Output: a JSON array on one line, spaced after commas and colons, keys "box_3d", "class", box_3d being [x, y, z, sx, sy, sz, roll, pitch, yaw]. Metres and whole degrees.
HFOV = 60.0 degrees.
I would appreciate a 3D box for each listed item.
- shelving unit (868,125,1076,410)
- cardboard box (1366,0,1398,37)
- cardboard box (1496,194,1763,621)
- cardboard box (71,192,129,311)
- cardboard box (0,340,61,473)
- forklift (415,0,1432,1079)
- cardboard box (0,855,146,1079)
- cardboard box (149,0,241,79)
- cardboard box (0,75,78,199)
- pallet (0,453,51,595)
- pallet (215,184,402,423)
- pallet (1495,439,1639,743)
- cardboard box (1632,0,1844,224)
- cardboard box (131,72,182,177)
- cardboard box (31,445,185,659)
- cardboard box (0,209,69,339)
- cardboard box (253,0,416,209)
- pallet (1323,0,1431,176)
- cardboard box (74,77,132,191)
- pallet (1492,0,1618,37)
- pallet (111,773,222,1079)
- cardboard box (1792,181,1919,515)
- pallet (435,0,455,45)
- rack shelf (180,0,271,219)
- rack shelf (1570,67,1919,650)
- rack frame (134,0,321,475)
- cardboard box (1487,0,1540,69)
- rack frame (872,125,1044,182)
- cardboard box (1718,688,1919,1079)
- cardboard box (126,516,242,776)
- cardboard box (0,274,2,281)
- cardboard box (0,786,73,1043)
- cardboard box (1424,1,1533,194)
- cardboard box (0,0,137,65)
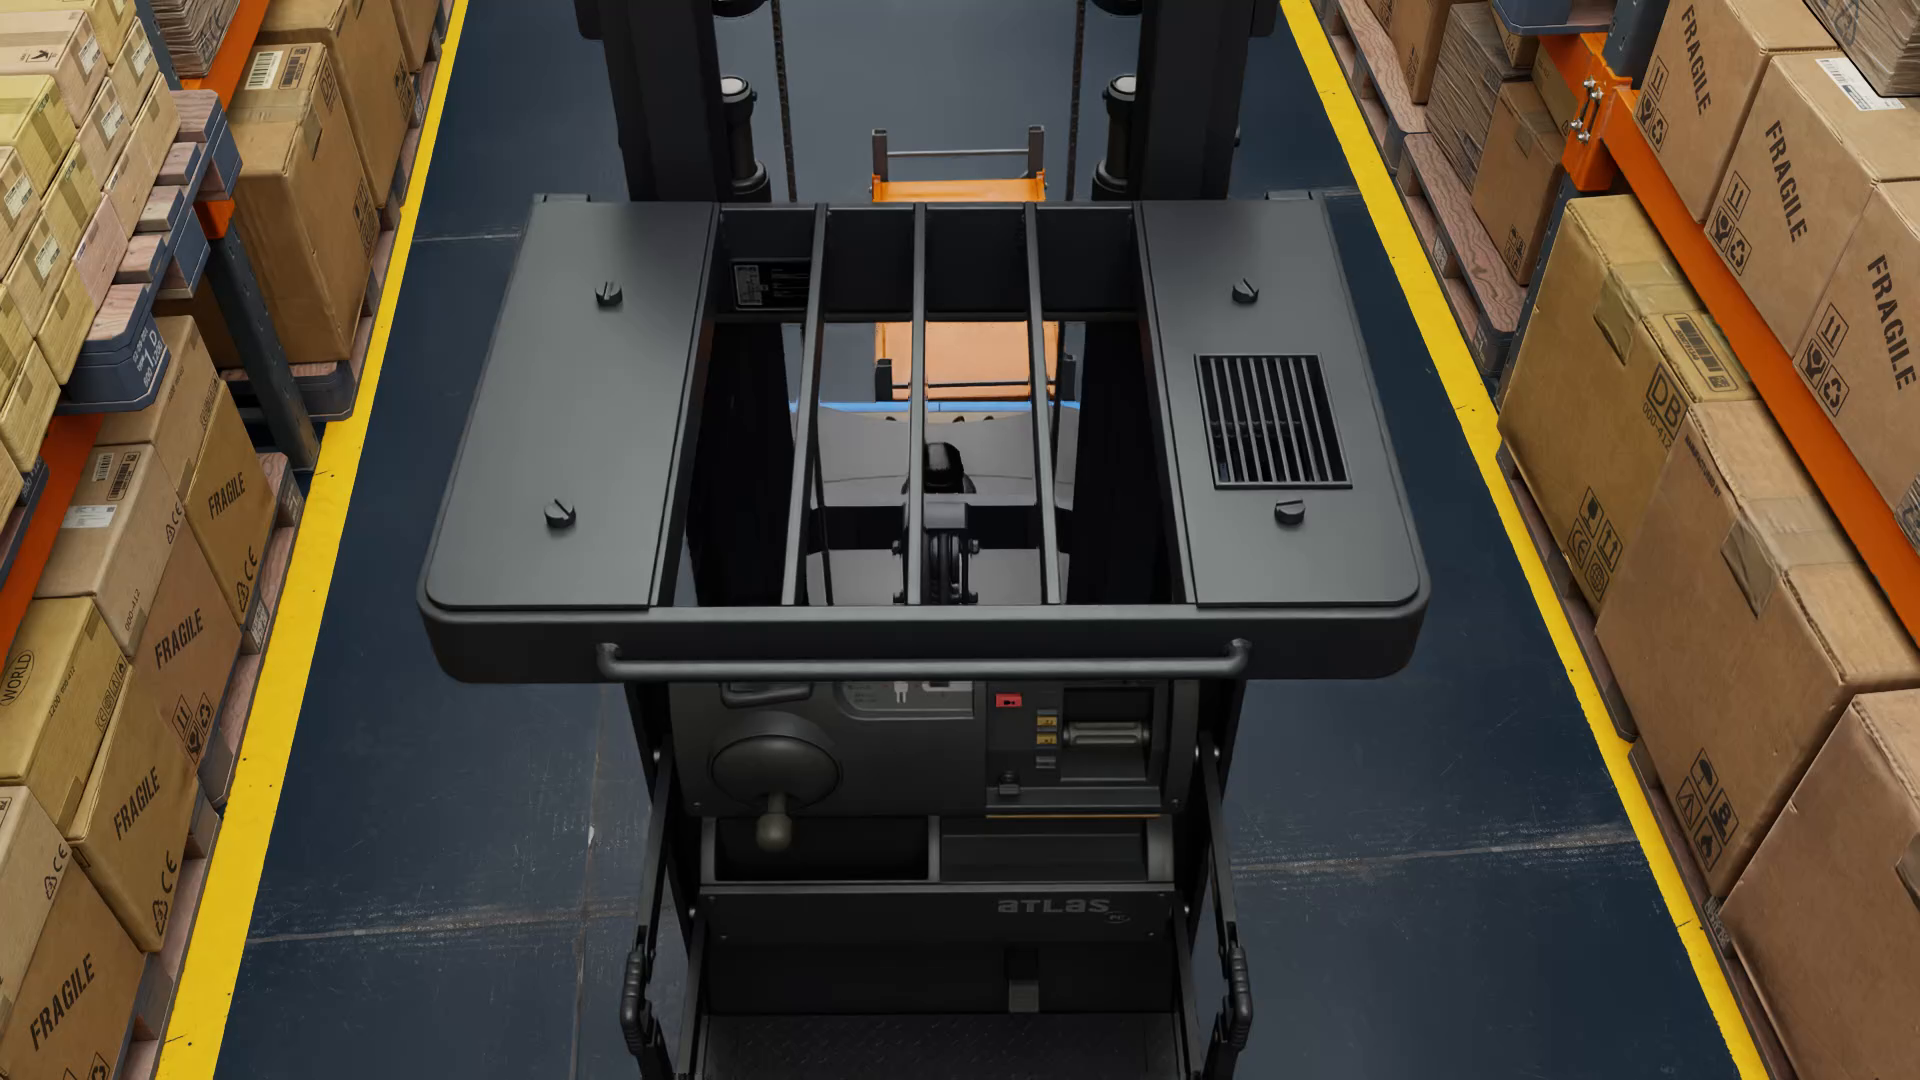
[{"box_3d": [0.016, -0.434, 4.886, 0.538, 1.125, 1.048, -2, 47, -2], "class": "shelving unit"}, {"box_3d": [2.093, -2.483, 6.954, 0.700, 0.500, 0.500, -7, 47, -7], "class": "cardboard box"}, {"box_3d": [2.366, -0.407, 4.743, 1.225, 0.875, 0.875, -5, 47, -5], "class": "cardboard box"}, {"box_3d": [-2.081, -0.628, 3.663, 0.380, 0.149, 0.250, -3, 47, -3], "class": "cardboard box"}, {"box_3d": [-2.040, -0.253, 3.308, 0.380, 0.149, 0.250, -5, 47, -5], "class": "cardboard box"}, {"box_3d": [-0.041, 0.452, 2.803, 1.130, 2.935, 3.031, 0, 47, 0], "class": "forklift"}, {"box_3d": [-2.188, 1.032, 3.639, 0.500, 0.500, 0.500, -3, 47, -3], "class": "cardboard box"}, {"box_3d": [-2.390, -1.641, 4.669, 0.500, 0.500, 0.500, -3, 47, -3], "class": "cardboard box"}, {"box_3d": [-2.083, -0.830, 3.444, 0.380, 0.149, 0.250, -2, 47, -2], "class": "cardboard box"}, {"box_3d": [-2.415, 0.231, 3.098, 1.003, 0.211, 1.213, -3, 47, -3], "class": "pallet"}, {"box_3d": [-2.613, -0.881, 5.939, 1.003, 0.211, 1.213, -3, 47, -3], "class": "pallet"}, {"box_3d": [2.320, 0.040, 5.066, 1.003, 0.211, 1.213, -3, 47, -3], "class": "pallet"}, {"box_3d": [2.099, -1.160, 4.214, 0.500, 0.500, 0.500, -2, 47, -2], "class": "cardboard box"}, {"box_3d": [-2.122, -0.994, 4.009, 0.380, 0.149, 0.250, -3, 47, -3], "class": "cardboard box"}, {"box_3d": [-2.250, 0.036, 4.066, 0.500, 0.250, 0.500, -3, 47, -3], "class": "cardboard box"}, {"box_3d": [-2.058, -0.531, 3.366, 0.380, 0.149, 0.250, -3, 47, -3], "class": "cardboard box"}, {"box_3d": [-2.660, -1.714, 6.068, 1.050, 0.750, 0.750, -3, 47, -3], "class": "cardboard box"}, {"box_3d": [2.166, -1.981, 6.981, 1.003, 0.211, 1.213, -3, 47, -3], "class": "pallet"}, {"box_3d": [-2.103, -0.903, 3.718, 0.380, 0.149, 0.250, -2, 47, -2], "class": "cardboard box"}, {"box_3d": [2.164, -1.937, 5.150, 1.213, 0.211, 1.003, -3, 47, -3], "class": "pallet"}, {"box_3d": [-2.459, 1.140, 4.025, 1.003, 0.211, 1.213, -3, 47, -3], "class": "pallet"}, {"box_3d": [2.191, -0.416, 3.509, 0.500, 0.500, 0.500, -4, 47, -4], "class": "cardboard box"}, {"box_3d": [-2.817, -2.647, 7.611, 1.003, 0.211, 1.213, -3, 47, -3], "class": "pallet"}, {"box_3d": [-2.789, -2.465, 6.014, 1.077, 0.370, 4.000, -3, 47, -3], "class": "rack shelf"}, {"box_3d": [2.497, 0.201, 3.489, 1.077, 0.370, 4.000, -3, 47, -3], "class": "rack shelf"}, {"box_3d": [-2.622, -1.265, 4.382, 1.000, 3.000, 0.127, -3, 47, -3], "class": "rack frame"}, {"box_3d": [2.189, -1.909, 5.894, 0.500, 0.250, 0.500, 1, 47, 1], "class": "cardboard box"}, {"box_3d": [-0.005, -0.803, 5.236, 0.500, 1.125, 0.032, -2, 47, -2], "class": "rack frame"}, {"box_3d": [2.515, 0.878, 3.526, 1.225, 0.875, 0.875, -5, 47, -5], "class": "cardboard box"}, {"box_3d": [-2.266, 0.286, 4.345, 0.500, 0.500, 0.500, -2, 47, -2], "class": "cardboard box"}, {"box_3d": [-2.043, -0.462, 3.096, 0.380, 0.149, 0.250, -3, 47, -3], "class": "cardboard box"}, {"box_3d": [-2.171, 0.781, 3.360, 0.500, 0.250, 0.500, -2, 47, -2], "class": "cardboard box"}, {"box_3d": [2.194, -1.669, 6.184, 0.700, 0.500, 0.500, -7, 47, -7], "class": "cardboard box"}, {"box_3d": [-2.124, -1.201, 3.796, 0.380, 0.149, 0.250, -5, 47, -5], "class": "cardboard box"}]
